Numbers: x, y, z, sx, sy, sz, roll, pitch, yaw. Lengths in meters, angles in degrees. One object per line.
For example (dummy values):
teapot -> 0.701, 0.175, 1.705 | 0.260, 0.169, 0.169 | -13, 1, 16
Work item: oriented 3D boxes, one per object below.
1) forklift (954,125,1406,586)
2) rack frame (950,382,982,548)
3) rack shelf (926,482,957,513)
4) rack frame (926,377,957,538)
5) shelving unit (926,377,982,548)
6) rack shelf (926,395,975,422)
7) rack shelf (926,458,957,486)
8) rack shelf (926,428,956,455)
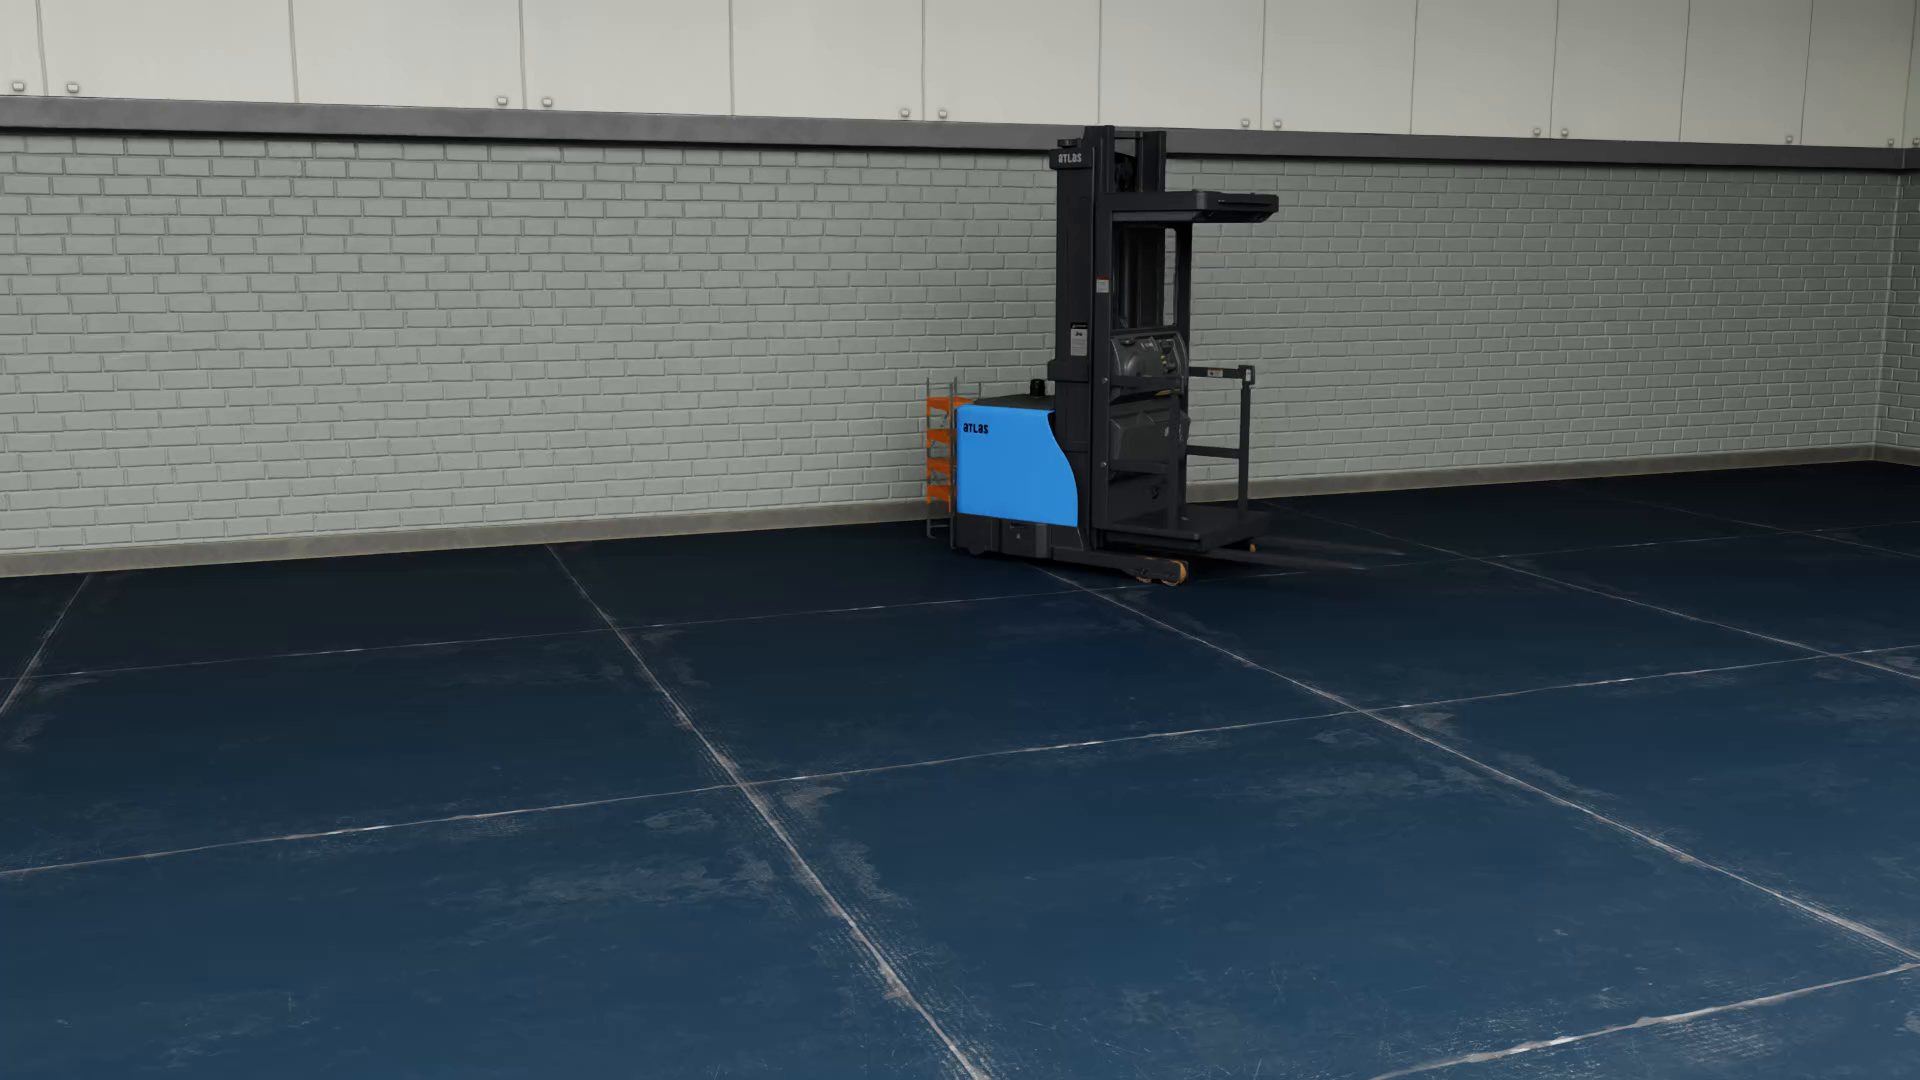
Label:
forklift -> 1.447, -1.251, 11.081 | 3.031, 2.935, 1.130 | 7, 12, 36
rack frame -> 0.041, -0.538, 12.018 | 0.240, 1.200, 0.015 | -4, 11, -21
rack shelf -> -0.047, -0.316, 12.288 | 0.258, 0.148, 0.480 | -4, 11, -21
rack frame -> -0.135, -0.618, 12.466 | 0.240, 1.200, 0.015 | -4, 11, -21
shelving unit -> -0.047, -0.578, 12.242 | 0.258, 1.200, 0.503 | -4, 11, -21
rack shelf -> -0.047, -0.965, 12.173 | 0.258, 0.148, 0.480 | -4, 11, -21
rack shelf -> -0.047, -0.511, 12.254 | 0.258, 0.148, 0.480 | -4, 11, -21
rack shelf -> -0.047, -0.732, 12.214 | 0.258, 0.148, 0.480 | -4, 11, -21
